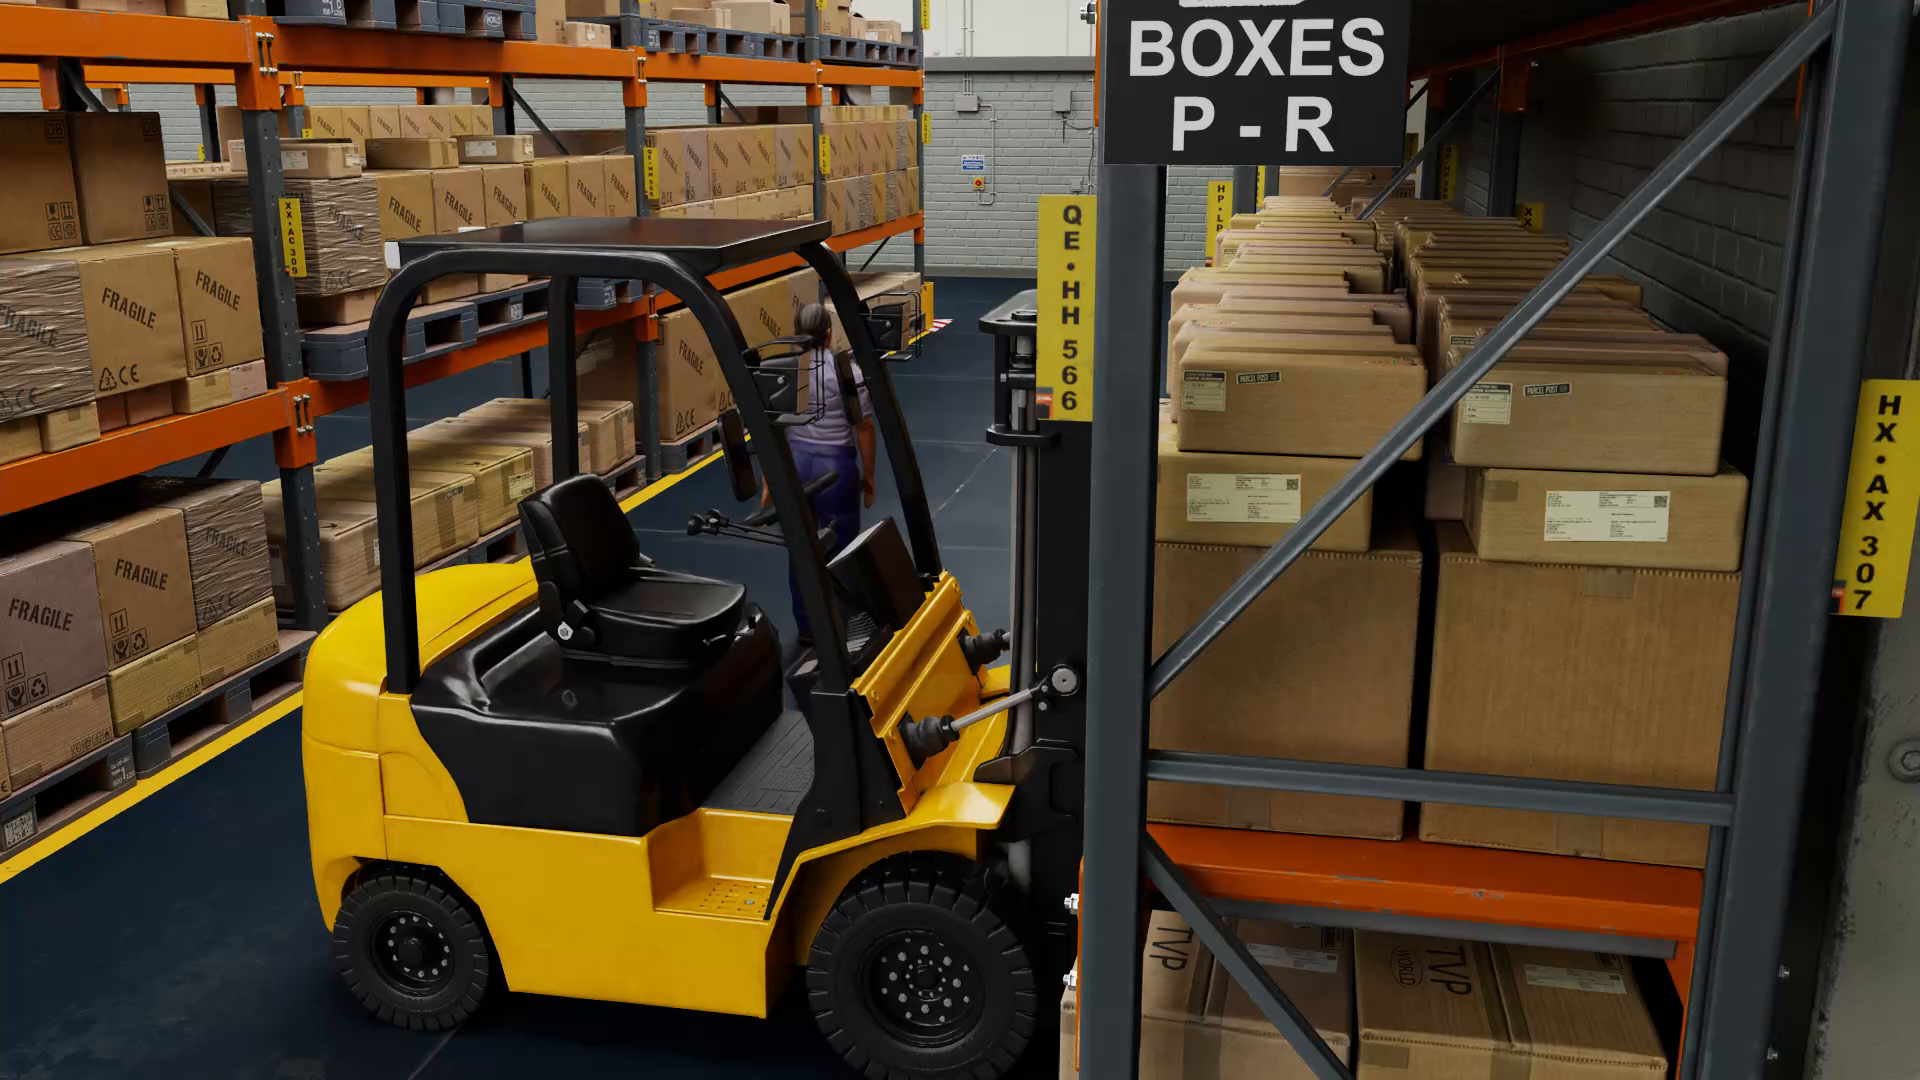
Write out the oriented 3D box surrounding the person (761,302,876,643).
[{"bbox_3d":[-0.643,-0.260,7.521,0.512,1.603,0.806,1,15,3],"label":"person"}]
